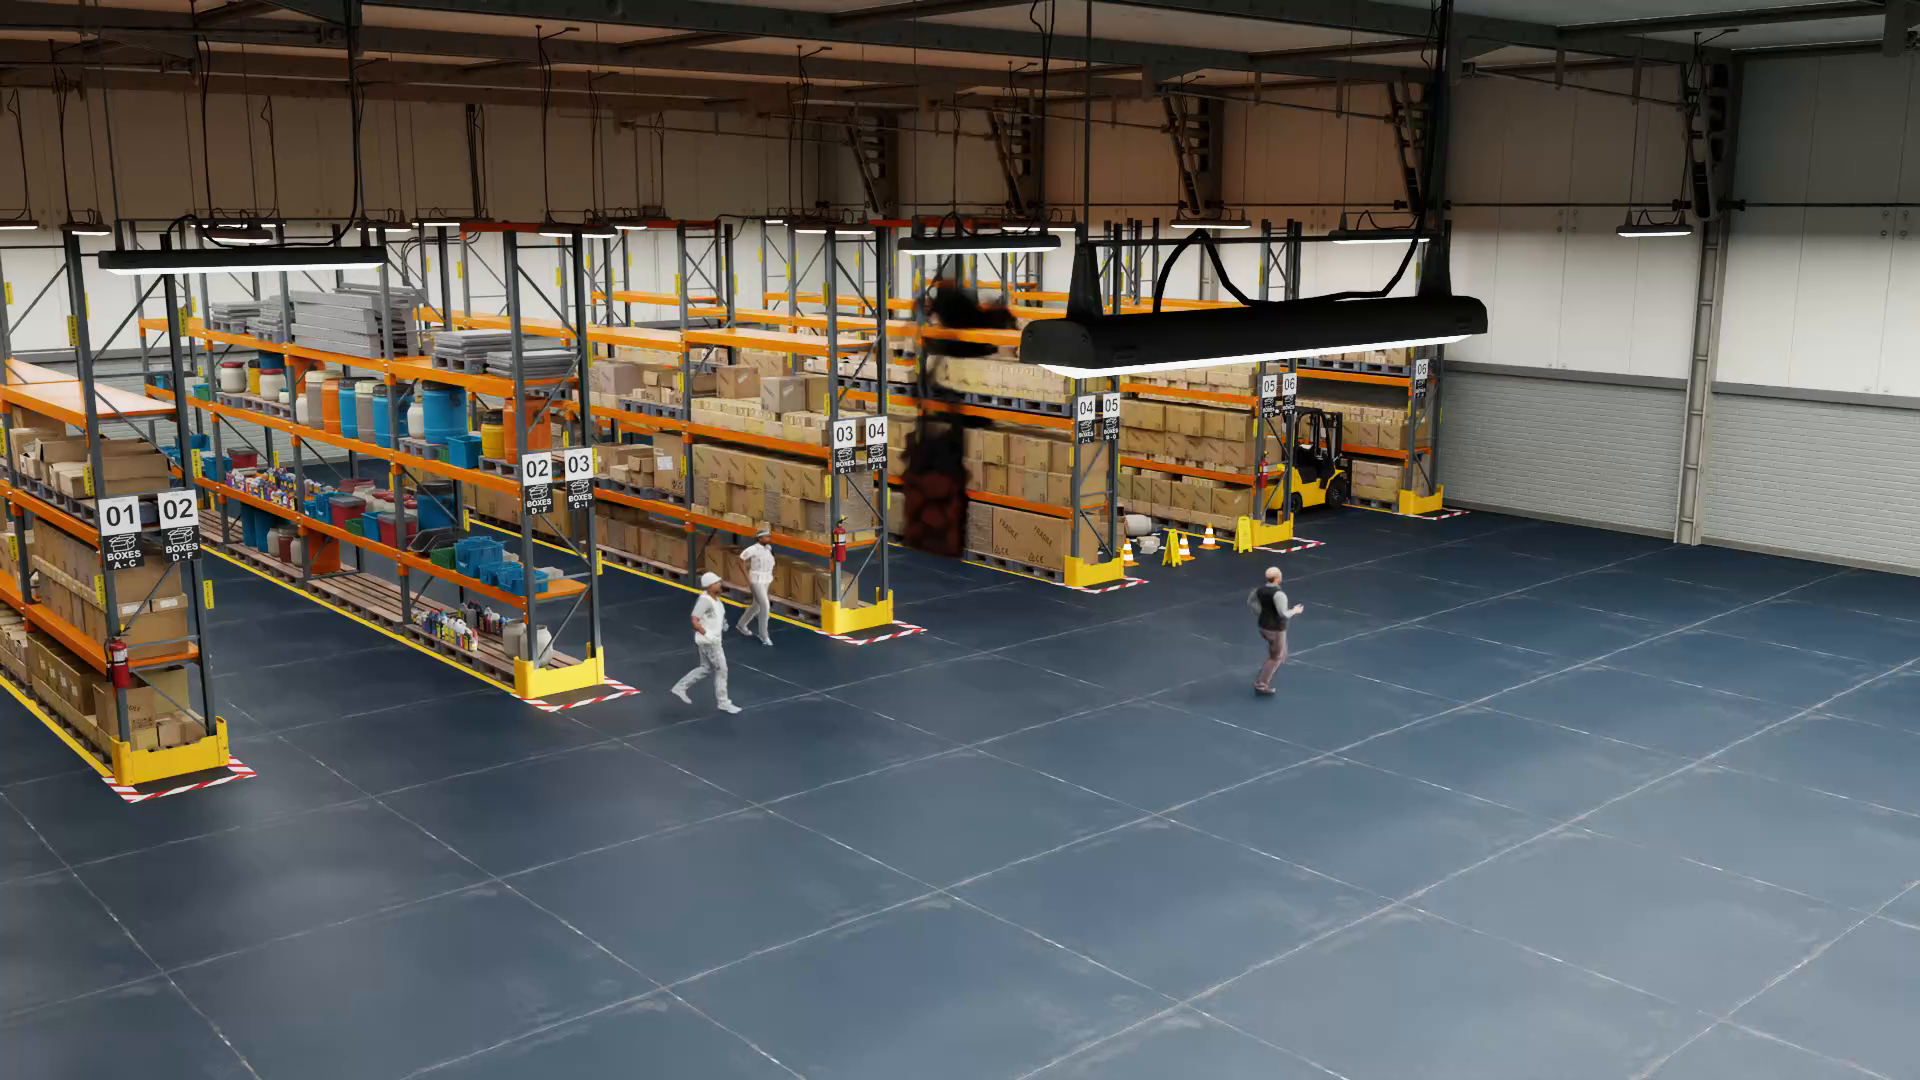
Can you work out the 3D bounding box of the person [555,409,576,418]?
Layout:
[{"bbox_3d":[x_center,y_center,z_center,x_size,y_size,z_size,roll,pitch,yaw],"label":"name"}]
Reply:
[{"bbox_3d":[-9.544,-2.534,40.143,0.759,1.722,0.598,6,13,27],"label":"person"}]

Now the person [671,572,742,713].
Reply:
[{"bbox_3d":[-3.216,1.283,20.971,0.887,1.800,0.692,-1,11,-4],"label":"person"}]

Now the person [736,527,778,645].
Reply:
[{"bbox_3d":[-2.977,0.656,24.510,0.771,1.744,0.570,7,13,31],"label":"person"}]

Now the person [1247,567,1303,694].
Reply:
[{"bbox_3d":[4.134,1.182,21.726,0.647,1.714,0.642,-4,12,-19],"label":"person"}]
